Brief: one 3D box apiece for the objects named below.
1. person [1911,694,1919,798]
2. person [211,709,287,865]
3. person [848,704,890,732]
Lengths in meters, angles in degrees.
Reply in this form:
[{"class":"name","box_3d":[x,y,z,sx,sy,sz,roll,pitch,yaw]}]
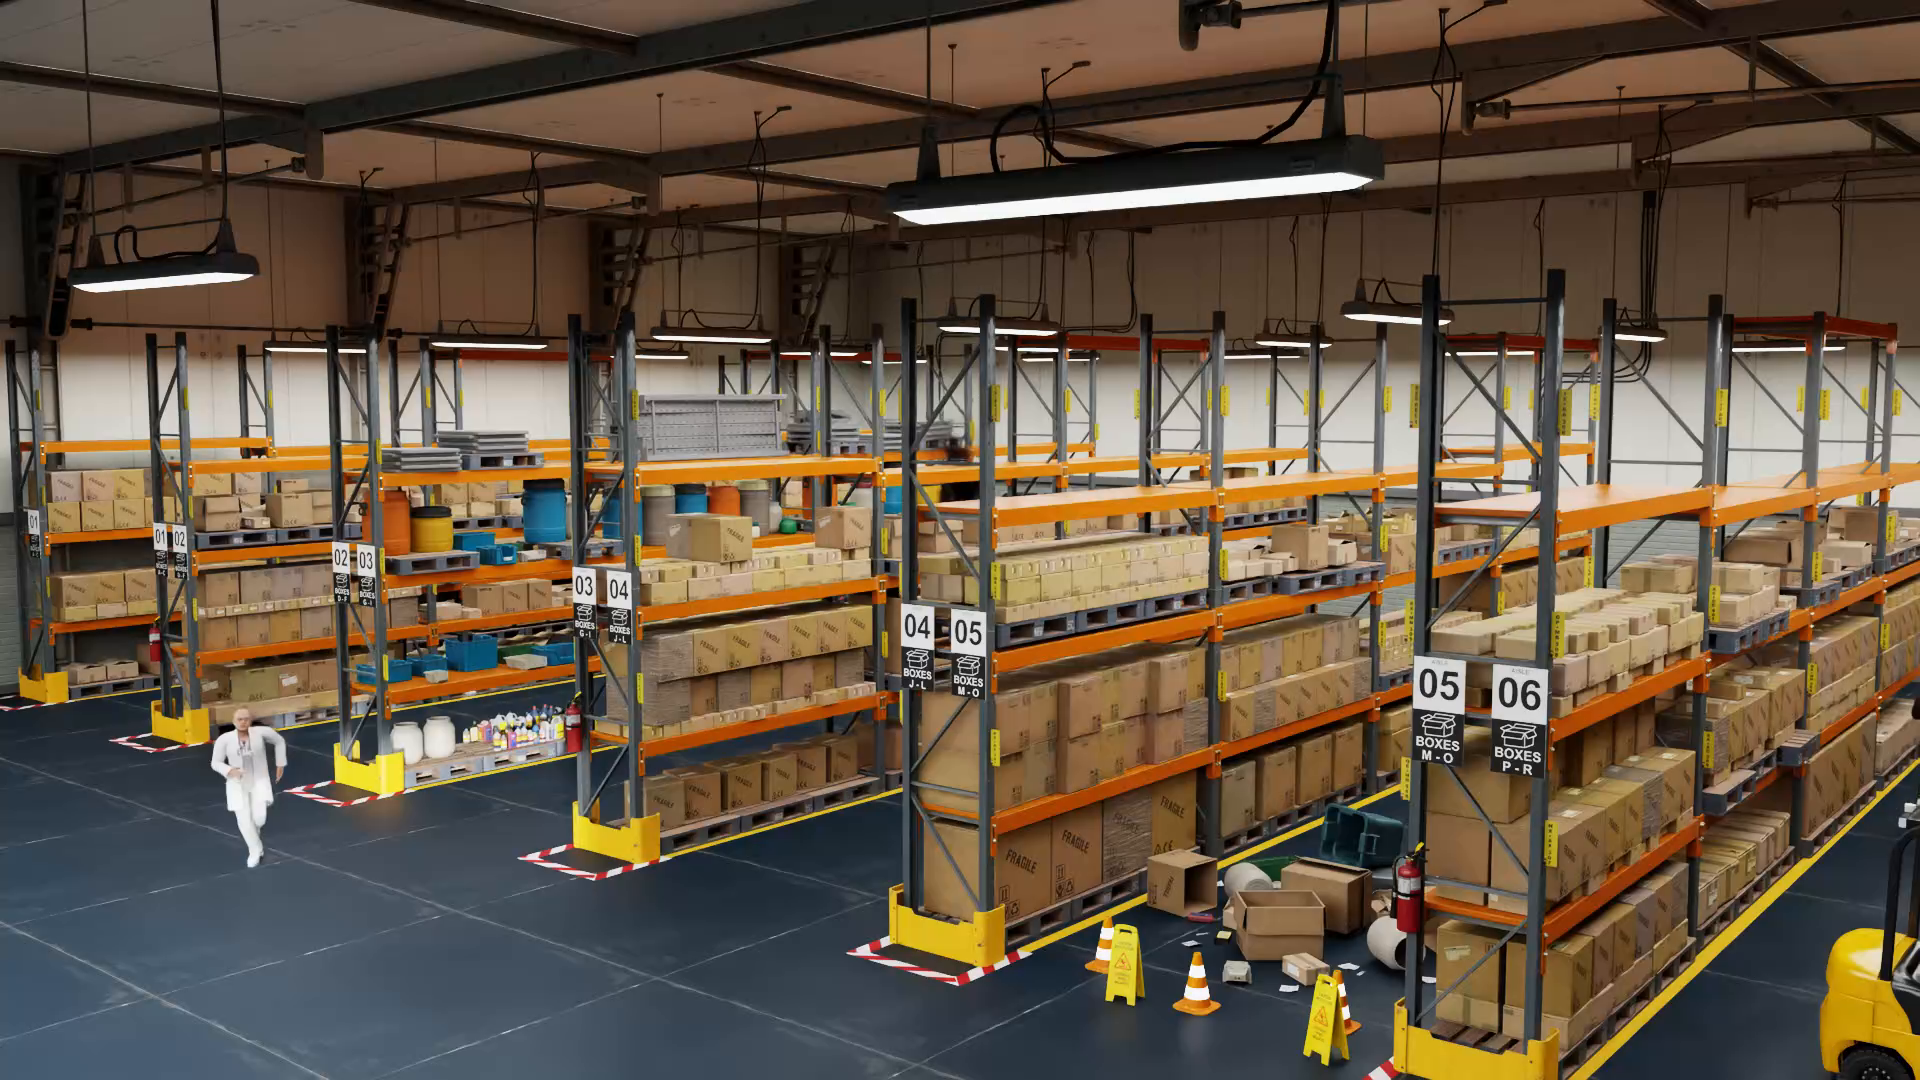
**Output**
[{"class":"person","box_3d":[11.807,2.449,20.016,0.704,1.761,1.049,5,7,41]},{"class":"person","box_3d":[-7.724,2.687,18.108,0.763,1.729,0.703,-2,6,-24]},{"class":"person","box_3d":[-1.336,1.827,24.204,0.674,1.870,0.746,4,6,36]}]
